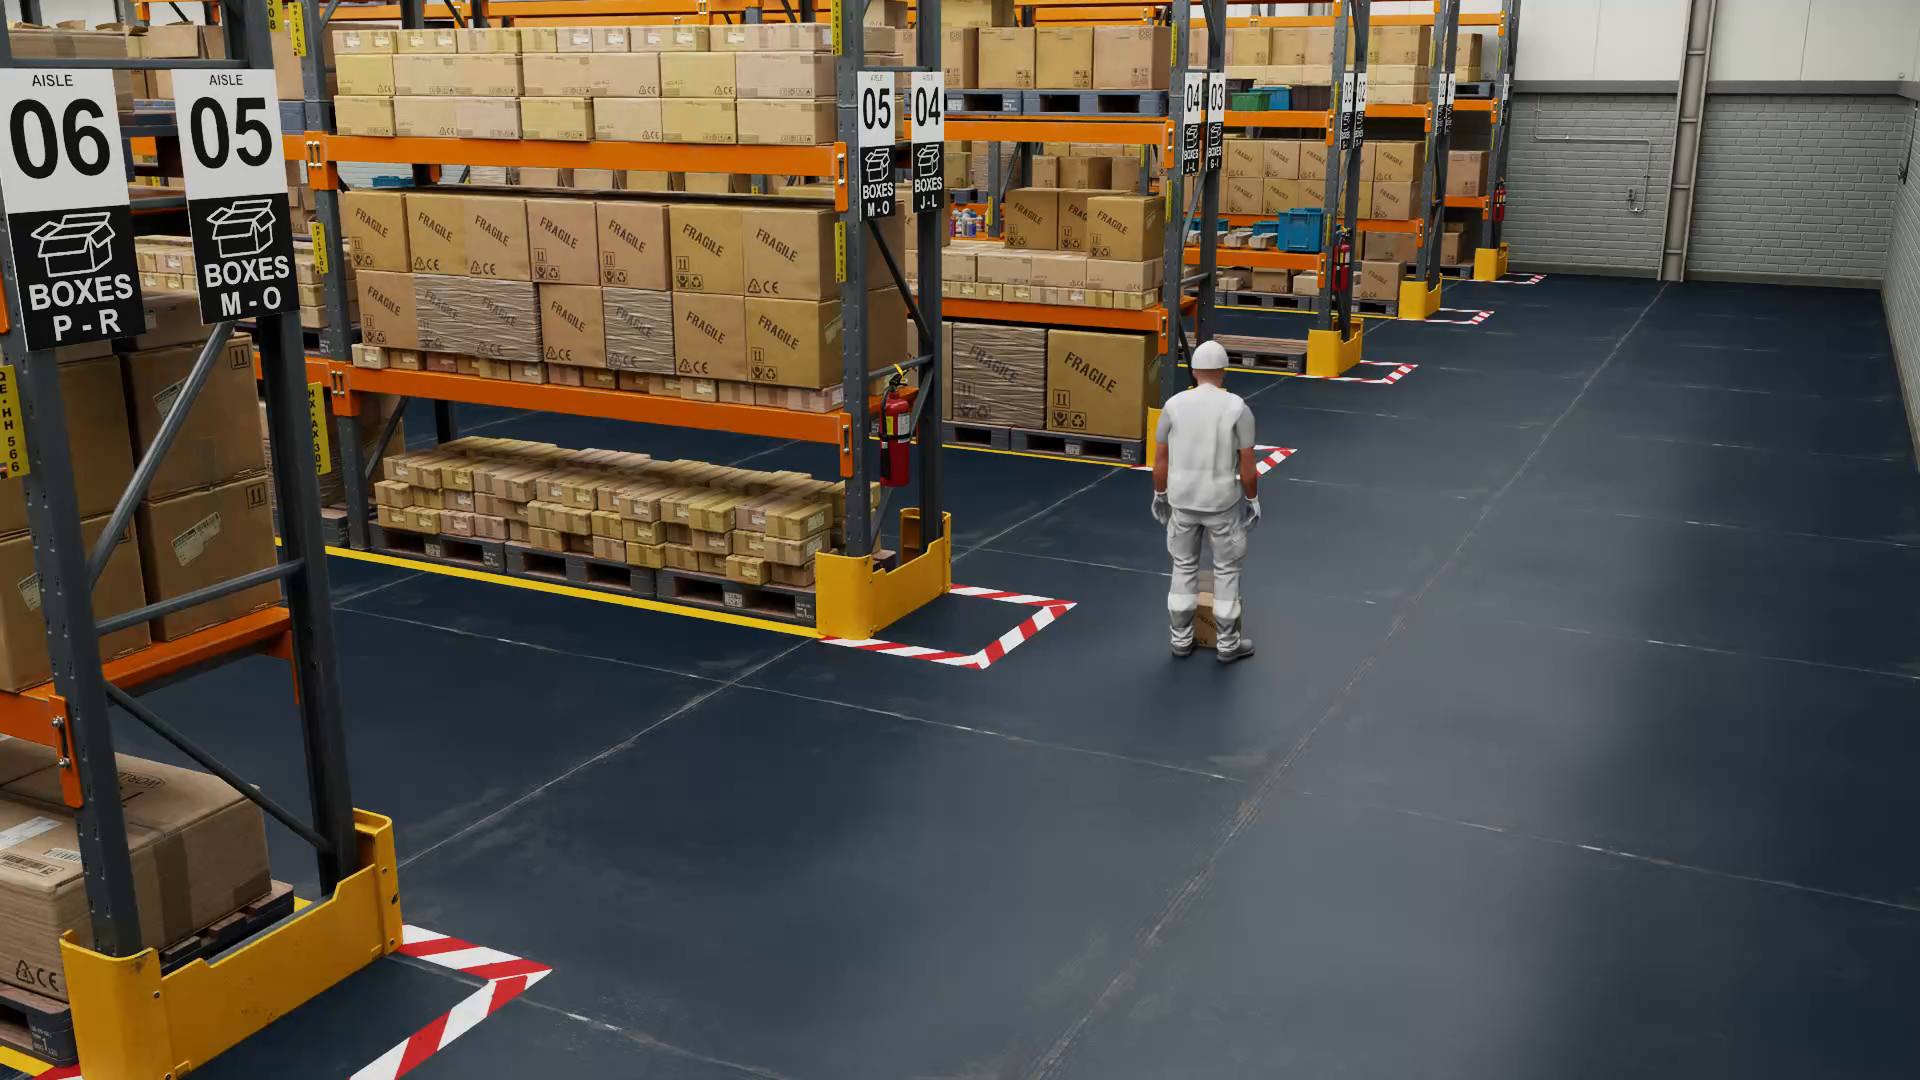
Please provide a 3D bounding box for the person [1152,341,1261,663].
[{"bbox_3d":[1.369,-0.212,9.264,0.617,1.776,0.453,7,17,22],"label":"person"}]
